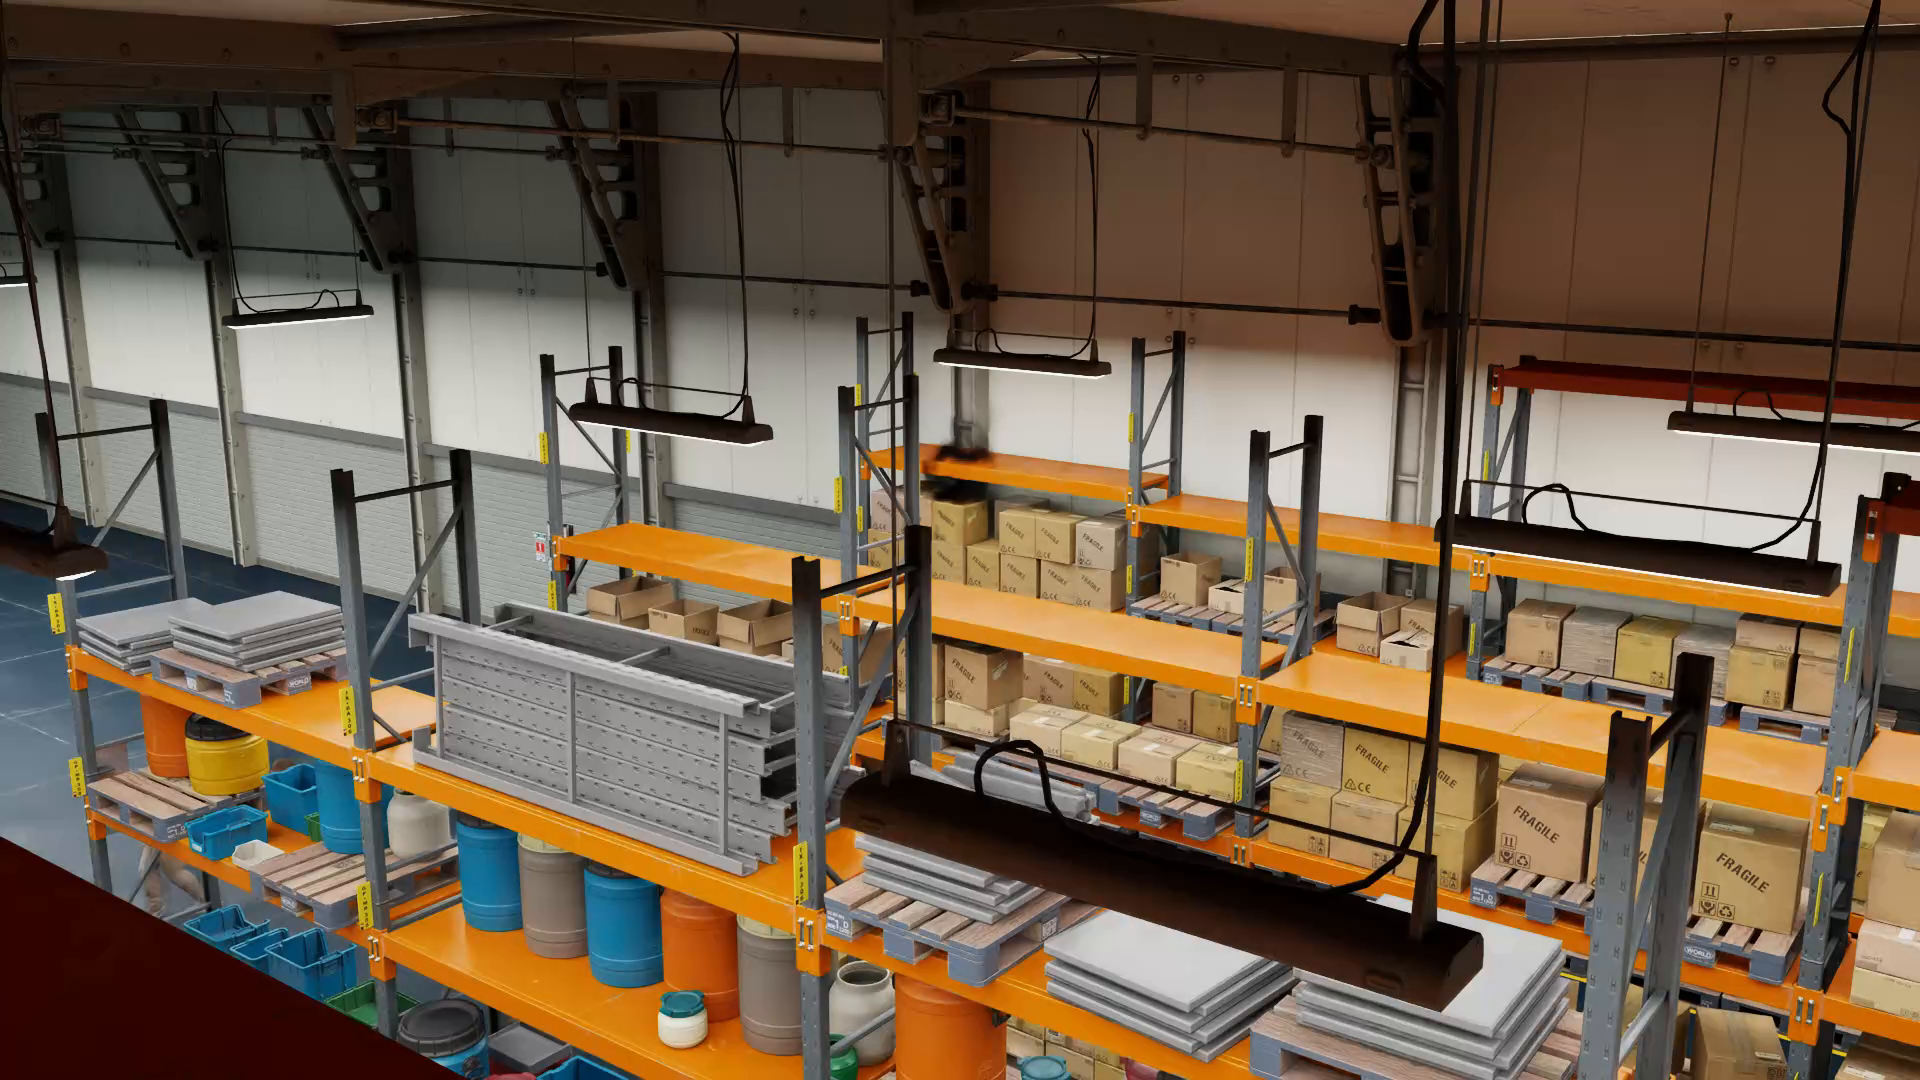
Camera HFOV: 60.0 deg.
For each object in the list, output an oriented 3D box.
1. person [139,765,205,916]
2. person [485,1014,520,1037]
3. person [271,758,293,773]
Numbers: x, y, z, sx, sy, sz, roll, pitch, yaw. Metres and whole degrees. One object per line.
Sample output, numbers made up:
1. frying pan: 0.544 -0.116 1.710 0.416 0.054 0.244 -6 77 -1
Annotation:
1. person: -8.410 3.224 17.615 0.816 1.789 0.645 -6 14 -25
2. person: -3.860 3.957 14.338 0.626 1.750 0.680 8 15 30
3. person: -7.350 3.140 18.255 0.790 1.586 0.538 -7 15 -28
